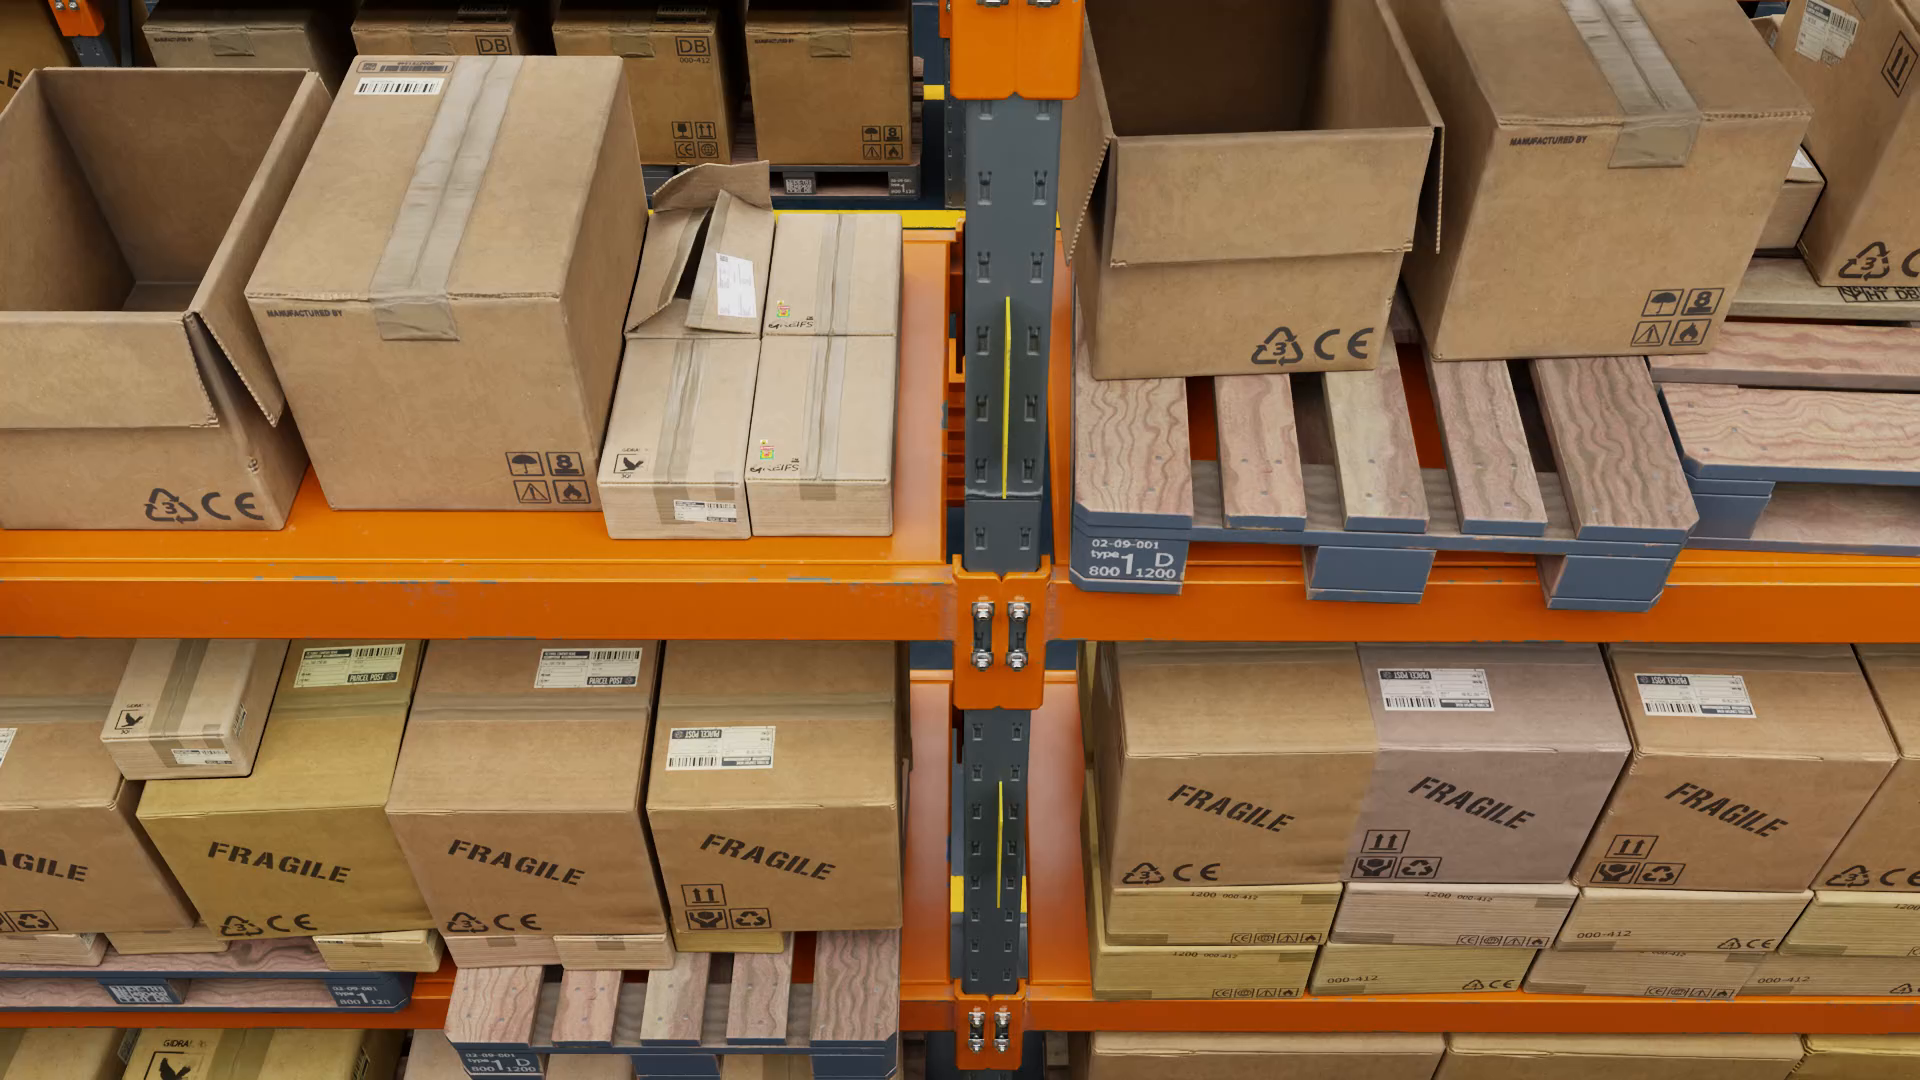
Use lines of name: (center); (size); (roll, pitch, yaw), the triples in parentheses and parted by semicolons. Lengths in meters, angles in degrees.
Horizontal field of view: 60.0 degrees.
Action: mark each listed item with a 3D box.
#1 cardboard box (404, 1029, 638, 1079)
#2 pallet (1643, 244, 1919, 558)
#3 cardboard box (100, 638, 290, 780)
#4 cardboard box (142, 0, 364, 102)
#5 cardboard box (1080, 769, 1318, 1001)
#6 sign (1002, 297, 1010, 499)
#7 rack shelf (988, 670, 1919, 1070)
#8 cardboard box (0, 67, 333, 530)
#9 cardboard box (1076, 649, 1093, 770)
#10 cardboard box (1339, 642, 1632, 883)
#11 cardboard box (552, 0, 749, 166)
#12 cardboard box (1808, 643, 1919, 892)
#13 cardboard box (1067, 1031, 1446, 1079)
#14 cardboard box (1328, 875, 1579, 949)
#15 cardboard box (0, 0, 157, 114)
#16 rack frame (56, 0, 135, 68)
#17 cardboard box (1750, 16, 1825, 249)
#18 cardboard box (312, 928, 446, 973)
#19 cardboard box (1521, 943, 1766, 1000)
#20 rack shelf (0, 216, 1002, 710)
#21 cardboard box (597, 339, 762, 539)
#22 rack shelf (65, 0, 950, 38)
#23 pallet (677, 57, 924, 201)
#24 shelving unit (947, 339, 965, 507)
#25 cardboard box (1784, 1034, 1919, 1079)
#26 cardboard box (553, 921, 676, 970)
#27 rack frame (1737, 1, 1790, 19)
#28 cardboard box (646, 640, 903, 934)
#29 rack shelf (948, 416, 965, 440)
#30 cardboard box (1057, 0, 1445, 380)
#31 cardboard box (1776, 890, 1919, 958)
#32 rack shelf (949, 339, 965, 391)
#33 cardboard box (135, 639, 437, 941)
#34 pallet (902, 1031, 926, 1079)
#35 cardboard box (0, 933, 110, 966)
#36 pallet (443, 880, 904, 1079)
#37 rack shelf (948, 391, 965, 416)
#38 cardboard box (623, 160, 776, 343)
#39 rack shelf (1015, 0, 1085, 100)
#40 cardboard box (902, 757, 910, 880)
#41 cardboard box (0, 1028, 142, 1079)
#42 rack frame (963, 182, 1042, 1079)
cardboard box: (-1.230, 1.339, 4.963); (0.625, 0.372, 0.950); (-1, 47, -1)
pallet: (1.835, -0.402, 3.155); (1.213, 0.211, 1.003); (2, 47, 2)
cardboard box: (-1.564, 0.294, 3.425); (0.250, 0.149, 0.380); (-2, 47, -2)
cardboard box: (-3.389, -2.484, 8.262); (0.750, 0.750, 1.050); (0, 47, 0)
cardboard box: (0.561, 0.828, 4.032); (0.500, 0.250, 0.500); (-1, 47, -1)
sign: (0.069, -0.209, 2.493); (0.005, 0.325, 0.100); (0, 47, 0)
rack shelf: (2.073, 0.842, 4.408); (4.000, 0.370, 1.077); (0, 47, 0)
cardboard box: (-1.452, -0.449, 2.999); (0.637, 0.503, 0.797); (0, 47, 0)
cardboard box: (0.580, 0.454, 4.381); (0.500, 0.250, 0.500); (-1, 47, -1)
cardboard box: (1.061, 0.392, 3.585); (0.500, 0.500, 0.500); (0, 47, 0)
cardboard box: (-1.492, -2.476, 8.255); (0.750, 0.750, 1.050); (1, 47, 1)
cardboard box: (2.083, 0.408, 3.569); (0.500, 0.500, 0.500); (1, 47, 1)
cardboard box: (0.763, 1.235, 4.716); (0.875, 0.875, 0.875); (0, 47, 0)
cardboard box: (1.096, 0.657, 3.850); (0.500, 0.250, 0.500); (1, 47, 1)
cardboard box: (-4.638, -2.515, 8.206); (0.875, 0.875, 0.875); (1, 47, 1)
rack frame: (-4.010, -3.043, 7.533); (0.127, 3.000, 1.000); (0, 47, 0)
cardboard box: (1.452, -0.780, 3.182); (0.258, 0.266, 0.396); (-1, 47, -1)
cardboard box: (-1.303, 0.793, 3.848); (0.250, 0.149, 0.380); (1, 47, 1)
cardboard box: (1.600, 0.822, 4.038); (0.500, 0.250, 0.500); (2, 47, 1)
rack shelf: (-1.927, -0.191, 3.320); (4.000, 0.370, 1.077); (0, 47, 0)
cardboard box: (-0.491, -0.187, 2.997); (0.250, 0.149, 0.380); (0, 47, 0)
rack shelf: (-2.010, -2.792, 7.791); (4.000, 0.370, 1.077); (0, 47, 0)
pallet: (-0.798, -2.139, 8.597); (1.213, 0.211, 1.003); (0, 47, 0)
shelving unit: (-0.014, -0.409, 6.311); (0.189, 1.200, 0.258); (0, 47, 0)
cardboard box: (2.549, 1.244, 4.708); (0.875, 0.875, 0.875); (1, 47, 1)
cardboard box: (-0.776, 0.790, 3.850); (0.250, 0.149, 0.380); (0, 47, 0)
rack frame: (3.990, -3.021, 7.513); (0.127, 3.000, 1.000); (0, 47, 0)
cardboard box: (-0.383, 0.515, 3.663); (0.500, 0.500, 0.500); (-1, 47, -1)
rack shelf: (-0.014, -0.460, 6.256); (0.180, 0.103, 0.258); (0, 47, 0)
cardboard box: (0.451, -0.718, 2.962); (0.637, 0.503, 0.797); (-2, 47, -2)
cardboard box: (2.101, 0.678, 3.830); (0.500, 0.250, 0.500); (1, 47, 1)
rack shelf: (-0.014, -0.624, 6.080); (0.180, 0.103, 0.258); (0, 47, 0)
cardboard box: (-1.404, 0.522, 3.657); (0.500, 0.500, 0.500); (-3, 47, -3)
pallet: (-0.708, 1.539, 5.174); (1.213, 0.211, 1.003); (0, 47, 0)
cardboard box: (-2.072, 0.780, 3.859); (0.250, 0.149, 0.380); (2, 47, 2)
pallet: (-0.640, 0.733, 4.149); (1.003, 0.211, 1.213); (0, 47, 0)
rack shelf: (-0.014, -0.542, 6.168); (0.180, 0.103, 0.258); (0, 47, 0)
cardboard box: (-0.497, -0.511, 3.219); (0.258, 0.266, 0.396); (0, 47, 0)
rack shelf: (2.073, -1.065, 2.359); (4.000, 0.370, 1.077); (0, 47, 0)
cardboard box: (-0.256, 0.706, 3.929); (0.250, 0.149, 0.380); (2, 47, 2)
cardboard box: (-2.684, 1.332, 4.969); (0.625, 0.372, 0.950); (3, 47, 3)
rack frame: (0.073, 0.592, 4.150); (0.127, 3.000, 1.000); (0, 47, 0)
